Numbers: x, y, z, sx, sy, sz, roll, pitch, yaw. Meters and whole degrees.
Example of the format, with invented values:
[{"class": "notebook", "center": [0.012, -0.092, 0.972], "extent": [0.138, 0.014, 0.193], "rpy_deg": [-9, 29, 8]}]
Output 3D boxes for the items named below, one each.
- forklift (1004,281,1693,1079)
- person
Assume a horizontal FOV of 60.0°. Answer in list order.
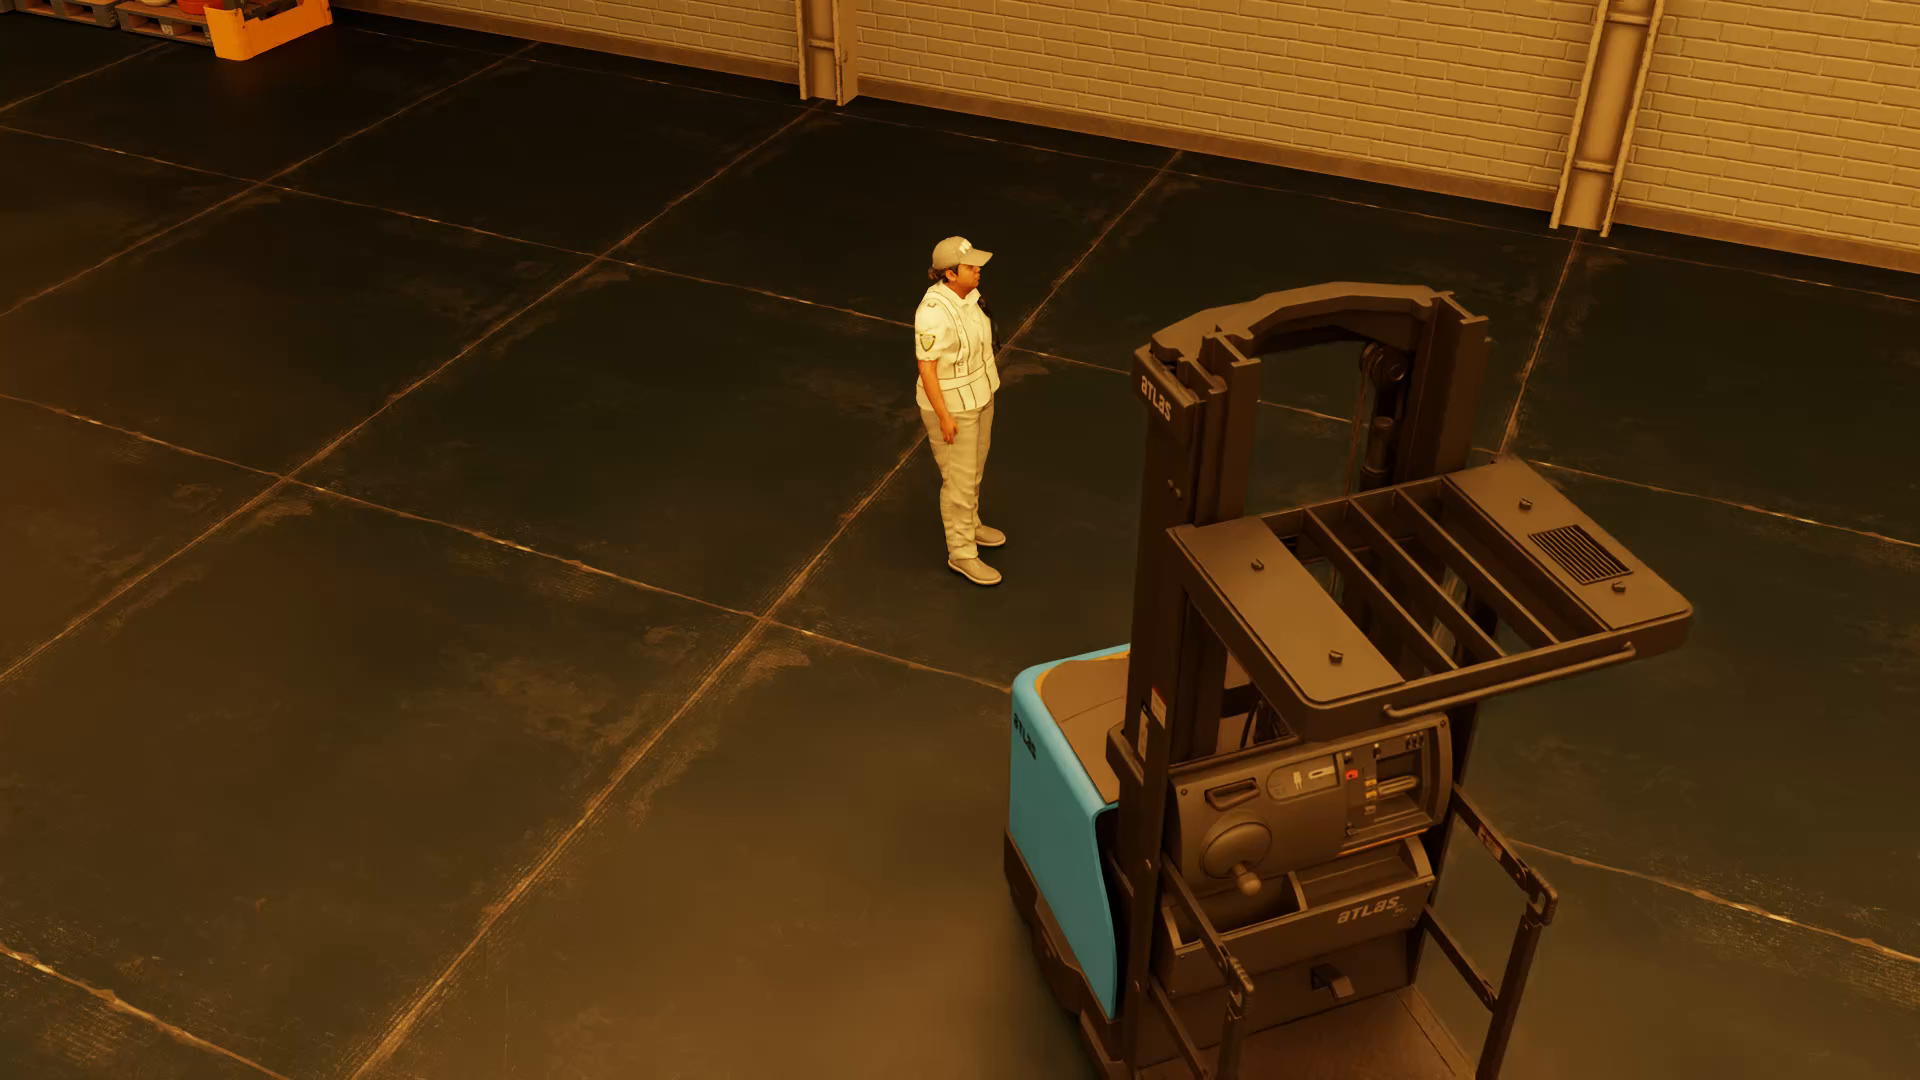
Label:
[{"class": "forklift", "center": [1.152, 0.867, 4.872], "extent": [1.130, 2.935, 3.031], "rpy_deg": [-12, 37, -16]}, {"class": "person", "center": [0.060, -0.655, 8.080], "extent": [0.529, 1.670, 0.599], "rpy_deg": [15, 38, 20]}]
